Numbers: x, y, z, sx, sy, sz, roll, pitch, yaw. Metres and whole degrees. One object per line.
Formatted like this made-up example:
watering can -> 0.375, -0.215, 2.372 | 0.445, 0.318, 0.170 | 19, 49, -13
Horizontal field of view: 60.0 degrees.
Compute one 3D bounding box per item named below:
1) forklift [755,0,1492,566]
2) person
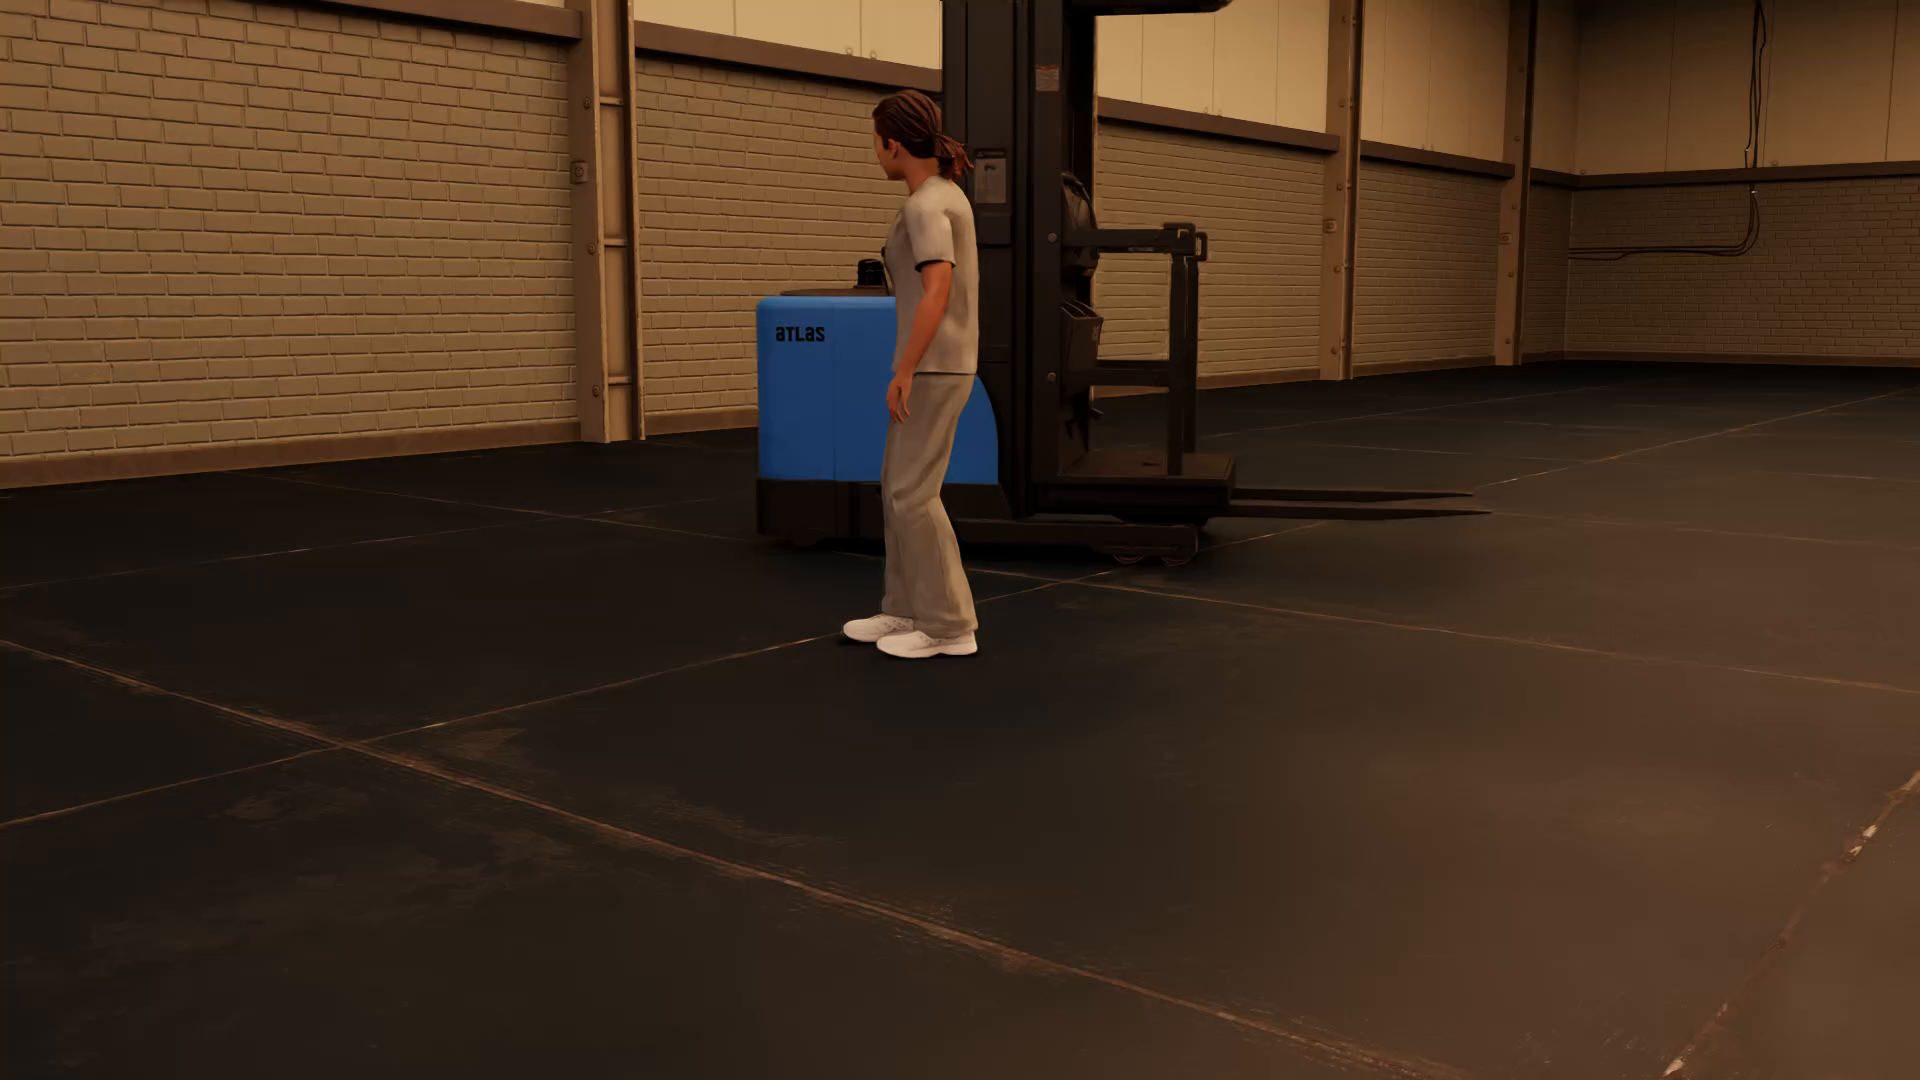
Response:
forklift -> 0.697, -1.431, 7.058 | 3.031, 2.935, 1.130 | 2, 8, 11
person -> -0.156, -0.486, 4.982 | 0.429, 1.664, 0.599 | 0, 8, 2
